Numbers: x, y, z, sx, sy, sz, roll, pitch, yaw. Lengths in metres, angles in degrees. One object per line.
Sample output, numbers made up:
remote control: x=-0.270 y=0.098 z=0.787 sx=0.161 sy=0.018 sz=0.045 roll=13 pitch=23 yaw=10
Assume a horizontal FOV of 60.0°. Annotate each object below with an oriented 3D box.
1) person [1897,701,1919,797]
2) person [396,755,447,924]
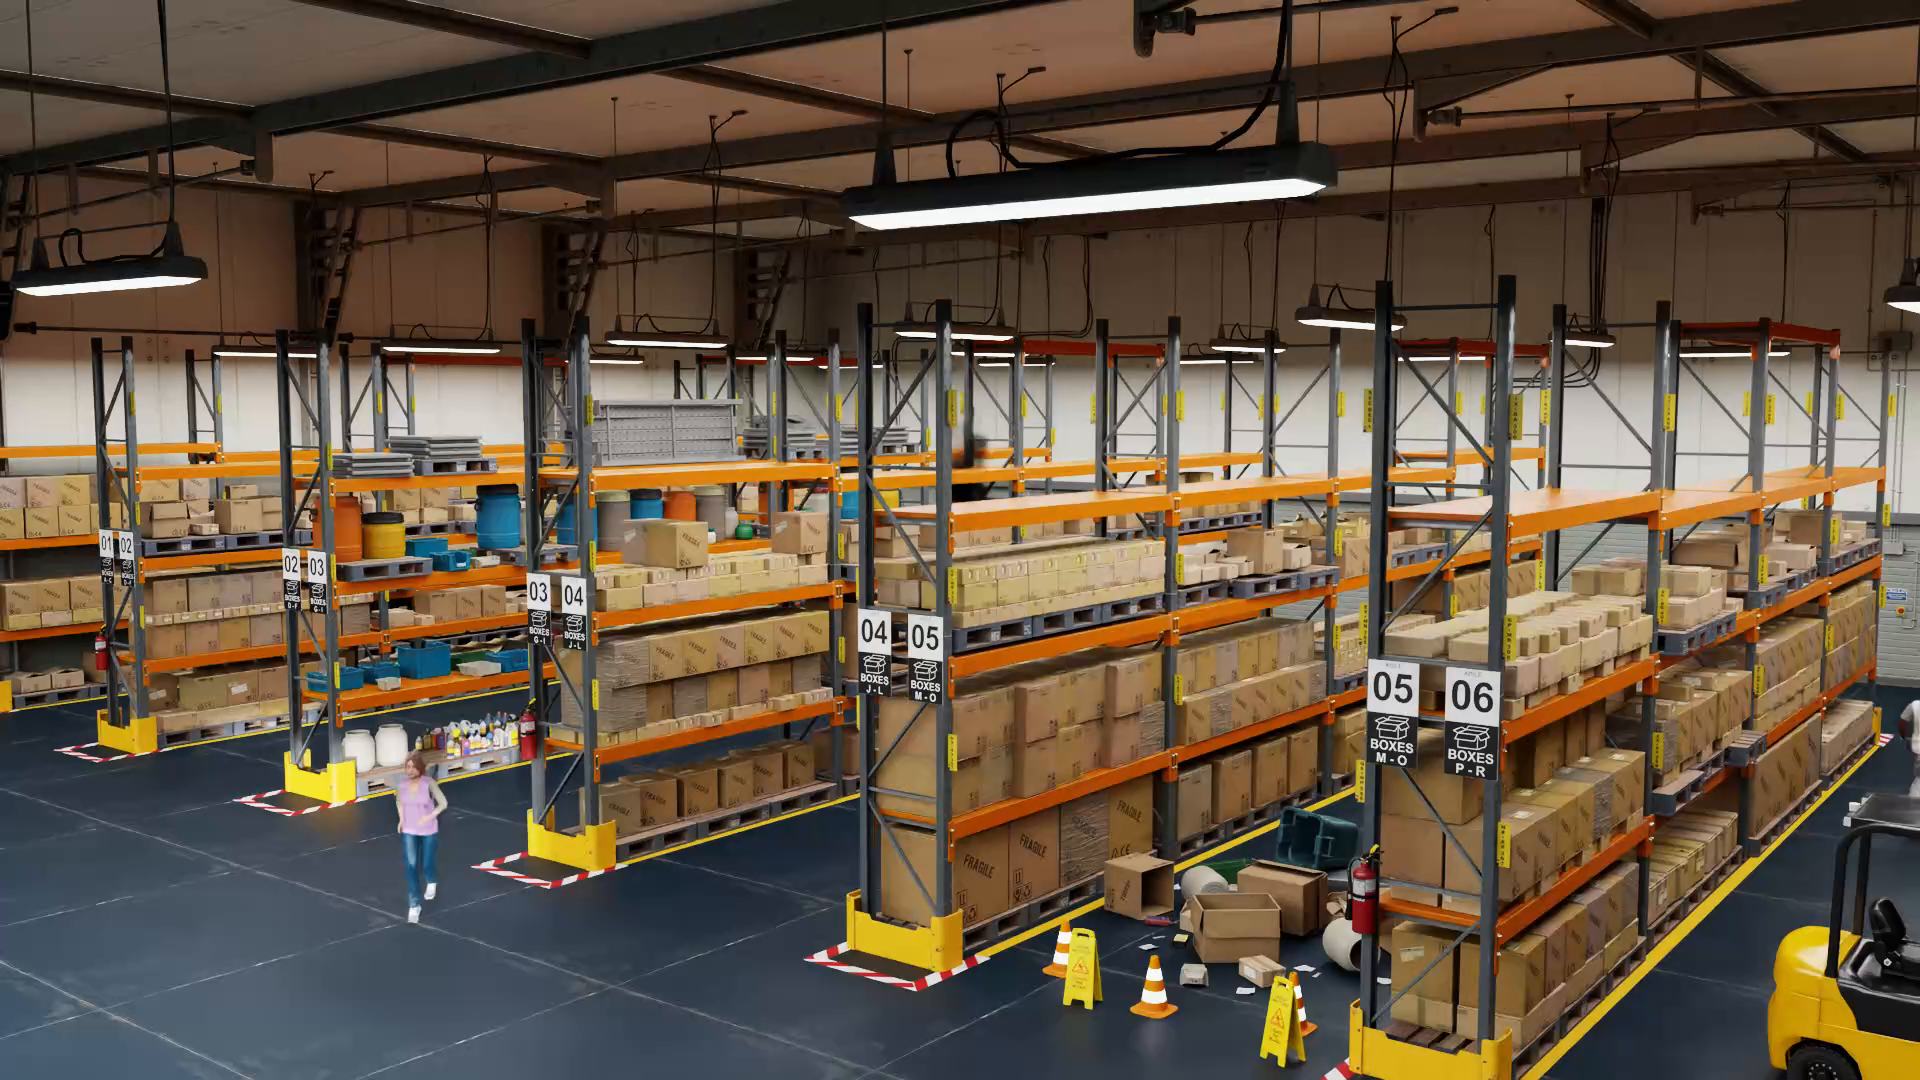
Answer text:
person: x=11.717 y=2.556 z=20.091 sx=0.714 sy=1.733 sz=0.620 roll=4 pitch=6 yaw=37
person: x=-5.367 y=2.928 z=16.602 sx=0.531 sy=1.628 sz=0.755 roll=0 pitch=5 yaw=-5
